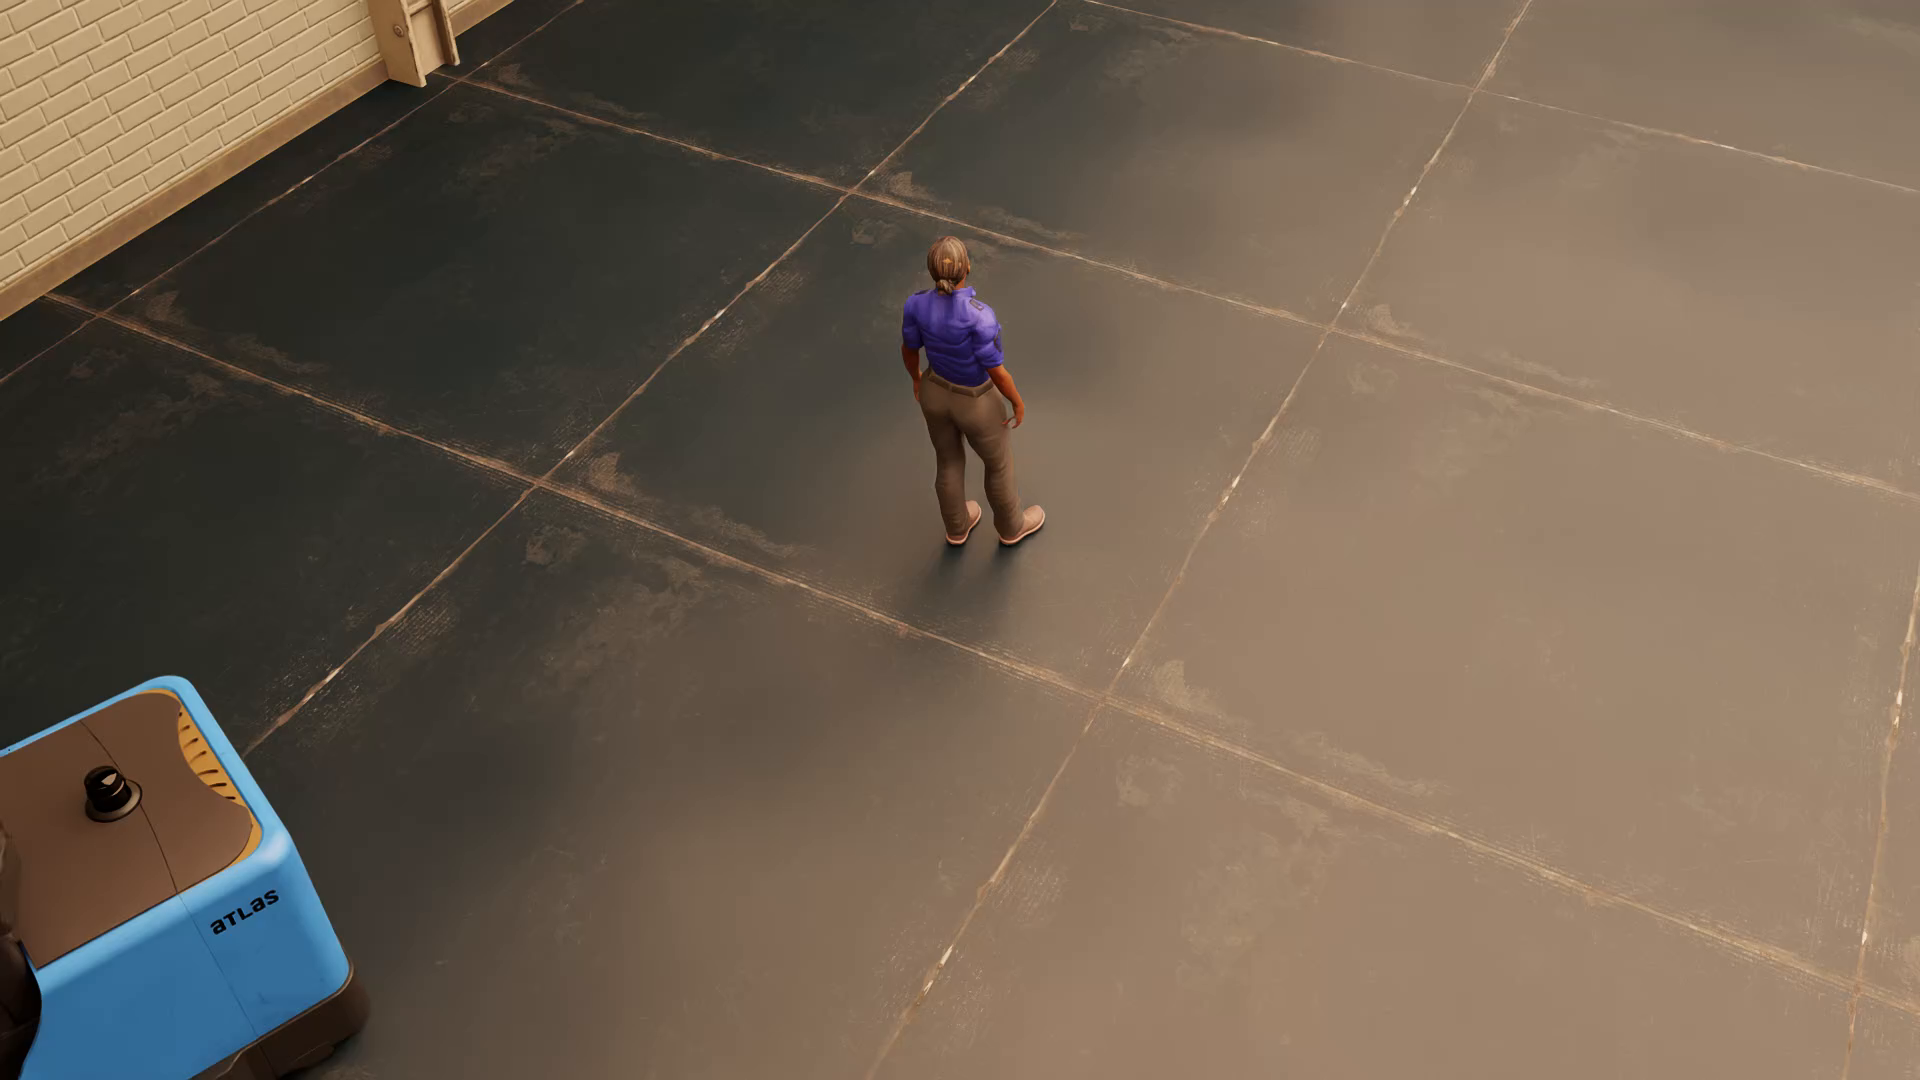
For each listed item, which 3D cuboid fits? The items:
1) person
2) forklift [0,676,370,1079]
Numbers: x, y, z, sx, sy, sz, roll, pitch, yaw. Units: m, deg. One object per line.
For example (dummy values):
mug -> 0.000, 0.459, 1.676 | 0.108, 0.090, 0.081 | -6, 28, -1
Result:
person -> 0.058, -0.654, 7.269 | 0.569, 1.654, 0.504 | 20, 47, 20
forklift -> -3.558, 1.056, 4.533 | 3.031, 2.935, 1.130 | -29, 51, -28
